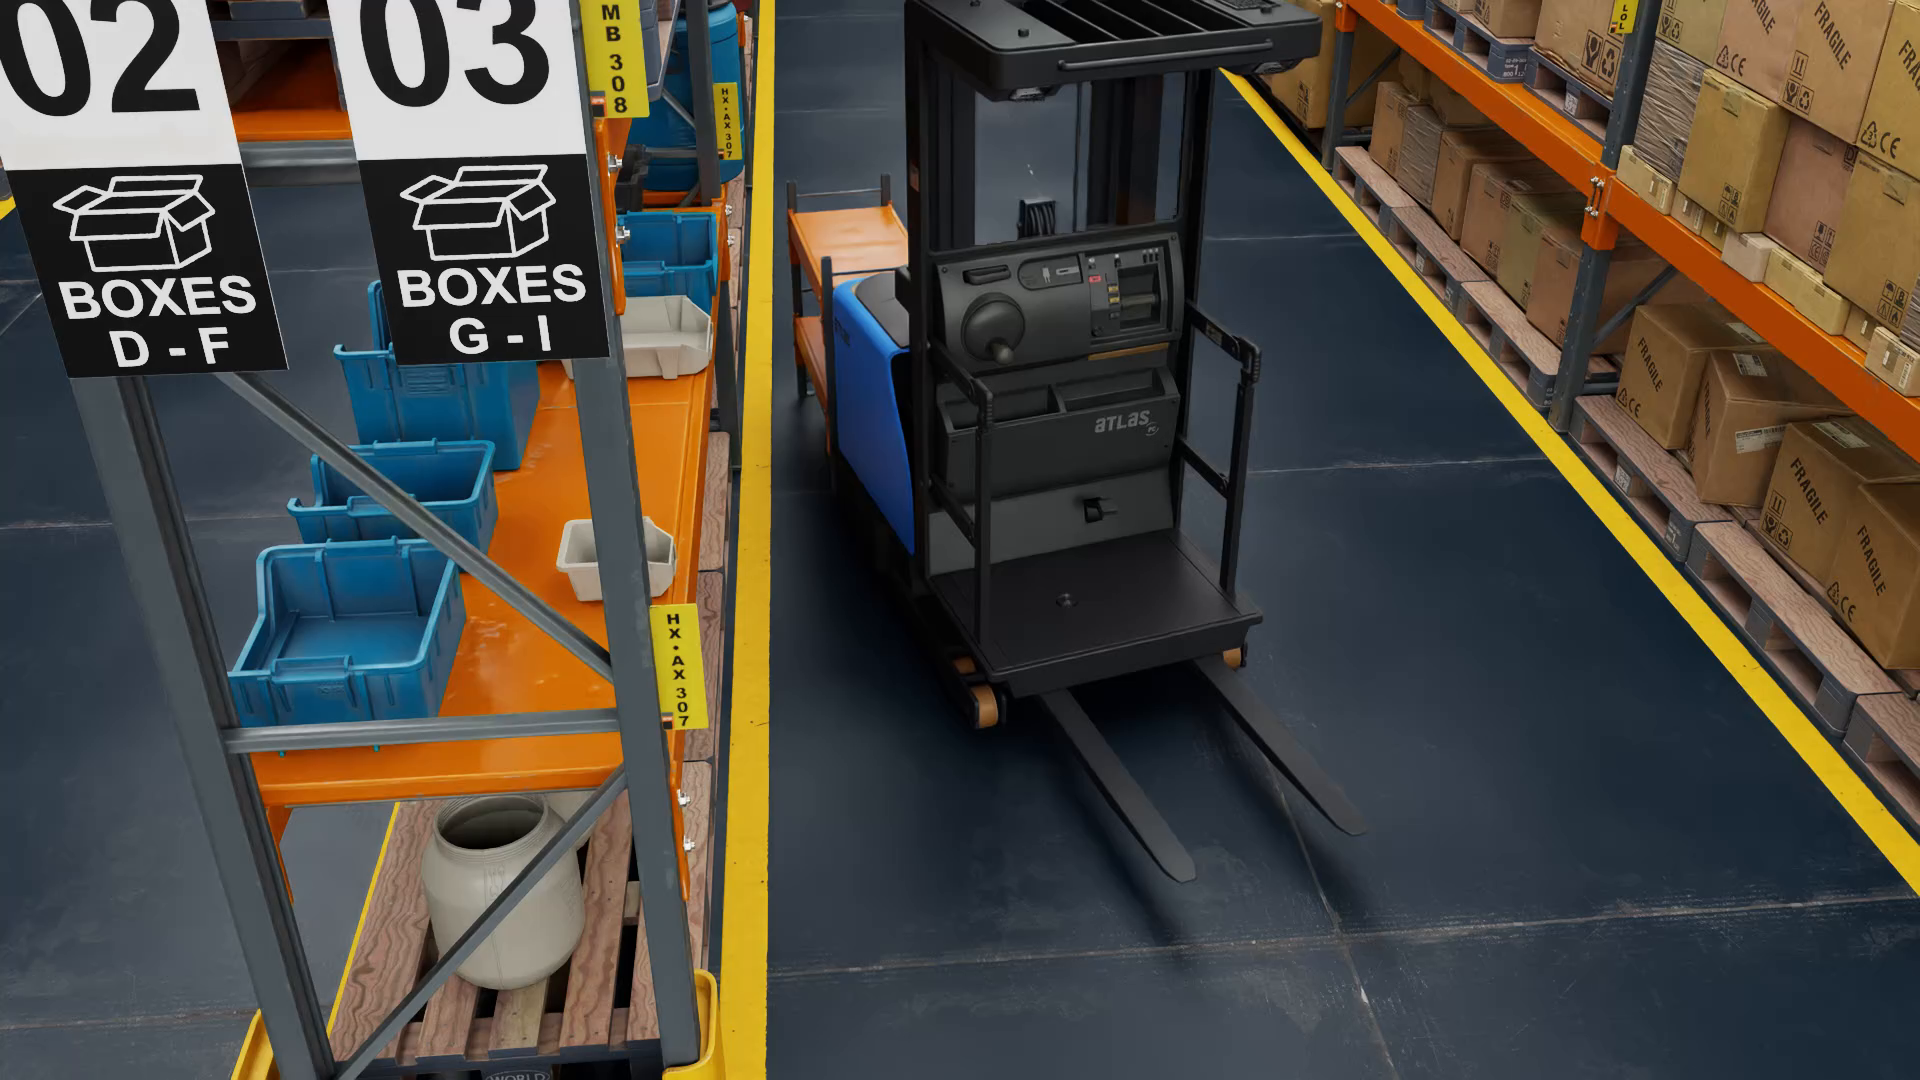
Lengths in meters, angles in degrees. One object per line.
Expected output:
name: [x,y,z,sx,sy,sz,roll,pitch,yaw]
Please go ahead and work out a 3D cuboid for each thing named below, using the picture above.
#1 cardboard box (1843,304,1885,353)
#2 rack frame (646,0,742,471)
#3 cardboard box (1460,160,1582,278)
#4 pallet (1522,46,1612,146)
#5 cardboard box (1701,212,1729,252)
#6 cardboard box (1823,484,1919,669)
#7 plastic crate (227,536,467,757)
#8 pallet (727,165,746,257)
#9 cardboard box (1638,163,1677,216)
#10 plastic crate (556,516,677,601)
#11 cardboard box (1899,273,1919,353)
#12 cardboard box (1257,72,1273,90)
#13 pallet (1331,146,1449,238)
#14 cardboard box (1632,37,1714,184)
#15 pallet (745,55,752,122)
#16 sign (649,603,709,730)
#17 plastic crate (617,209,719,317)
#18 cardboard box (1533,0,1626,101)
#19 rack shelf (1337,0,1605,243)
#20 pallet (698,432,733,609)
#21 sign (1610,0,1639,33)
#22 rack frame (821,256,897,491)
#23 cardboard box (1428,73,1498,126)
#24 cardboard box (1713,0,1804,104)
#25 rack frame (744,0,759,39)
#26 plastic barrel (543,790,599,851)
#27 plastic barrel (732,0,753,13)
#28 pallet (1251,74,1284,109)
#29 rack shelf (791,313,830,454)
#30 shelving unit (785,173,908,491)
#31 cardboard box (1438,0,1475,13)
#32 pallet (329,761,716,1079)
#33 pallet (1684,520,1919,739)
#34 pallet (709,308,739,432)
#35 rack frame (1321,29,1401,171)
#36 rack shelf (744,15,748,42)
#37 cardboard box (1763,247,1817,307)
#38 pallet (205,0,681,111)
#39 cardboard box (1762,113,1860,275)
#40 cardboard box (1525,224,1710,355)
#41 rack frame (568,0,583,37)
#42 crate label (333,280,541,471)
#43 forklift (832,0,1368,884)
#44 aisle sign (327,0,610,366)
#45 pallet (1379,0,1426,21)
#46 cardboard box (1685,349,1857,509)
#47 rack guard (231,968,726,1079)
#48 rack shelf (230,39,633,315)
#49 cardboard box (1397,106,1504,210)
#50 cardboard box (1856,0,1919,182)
cardboard box: [3.347,-0.737,5.803,0.380,0.149,0.250,-3,31,-5]
rack frame: [-1.527,-1.622,7.041,1.000,3.000,0.127,-3,31,-5]
cardboard box: [3.289,-1.820,9.380,0.700,0.500,0.500,-5,31,-9]
pallet: [3.477,-2.174,8.152,1.003,0.211,1.213,-3,31,-5]
cardboard box: [3.219,-1.246,6.655,0.380,0.149,0.250,-3,31,-5]
cardboard box: [3.606,0.132,6.132,0.500,0.500,0.500,0,31,0]
plastic crate: [-1.498,0.243,4.064,0.499,0.251,0.616,-3,31,-5]
pallet: [-1.867,-2.070,10.509,1.003,0.211,1.213,-3,31,-5]
cardboard box: [3.135,-1.499,7.080,0.380,0.149,0.250,-3,31,-5]
plastic crate: [-0.917,0.061,4.480,0.298,0.136,0.250,-3,31,-5]
cardboard box: [3.584,-0.777,5.238,0.875,0.500,0.500,-3,31,-5]
cardboard box: [2.911,-3.979,12.648,1.225,0.875,0.875,-3,31,-4]
pallet: [3.102,-2.305,10.904,1.003,0.211,1.213,-3,31,-5]
cardboard box: [3.384,-1.797,6.946,0.875,0.500,0.500,-3,31,-5]
pallet: [-2.127,-3.489,12.886,1.003,0.211,1.213,-3,31,-5]
sign: [-0.606,0.277,3.591,0.100,0.325,0.005,-3,31,-5]
plastic crate: [-1.154,-1.006,6.155,0.499,0.251,0.616,-3,31,-5]
cardboard box: [3.469,-2.710,7.867,1.000,1.000,1.000,-3,31,-4]
rack shelf: [3.217,-2.572,9.332,1.077,0.370,4.000,-3,31,-5]
pallet: [-1.506,-0.080,7.178,1.003,0.211,1.213,-3,31,-5]
sign: [2.852,-2.328,7.093,0.100,0.325,0.005,-3,31,-5]
rack frame: [-0.347,-0.745,7.401,0.500,1.125,0.032,-7,32,-11]
cardboard box: [3.182,-2.728,10.170,0.500,0.250,0.500,1,31,1]
cardboard box: [3.241,-1.962,6.247,0.500,0.500,0.500,-3,31,-5]
rack frame: [-2.275,-5.707,13.879,1.000,3.000,0.127,-3,31,-5]
plastic barrel: [-1.338,0.720,5.137,0.421,0.512,0.421,0,31,0]
plastic barrel: [-1.556,-3.500,10.052,0.600,0.536,0.708,-3,31,-5]
pallet: [2.921,-3.732,13.292,1.003,0.211,1.213,-3,31,-5]
rack shelf: [-0.464,-0.789,7.951,0.538,0.278,1.000,-7,32,-11]
shelving unit: [-0.464,-0.999,7.825,0.538,1.125,1.048,-7,32,-11]
cardboard box: [2.958,-3.151,9.337,0.500,0.250,0.500,-4,31,-6]
pallet: [-1.278,1.166,5.093,1.003,0.211,1.213,-3,31,-5]
pallet: [3.619,0.303,6.537,1.003,0.211,1.213,-3,31,-5]
pallet: [-1.639,-0.824,8.424,1.003,0.211,1.213,-3,31,-5]
rack frame: [3.030,-3.902,10.857,1.000,3.000,0.127,-3,31,-5]
rack shelf: [-2.088,-4.377,12.354,1.077,0.370,4.000,-3,31,-5]
cardboard box: [3.266,-0.990,6.228,0.380,0.149,0.250,-3,31,-5]
pallet: [-1.134,-1.214,3.616,1.003,0.211,1.213,-3,31,-5]
cardboard box: [3.543,-1.290,6.097,0.875,0.500,0.500,-3,31,-5]
cardboard box: [3.368,-1.290,8.493,0.700,0.500,0.500,-5,31,-8]
rack frame: [-1.154,-2.155,2.083,1.000,3.000,0.127,-3,31,-5]
crate label: [-1.595,-0.522,5.164,0.502,0.435,0.616,-3,31,-5]
forklift: [0.445,-0.808,5.744,1.130,2.935,3.031,-11,33,-18]
aisle sign: [-0.855,-0.673,2.917,0.394,0.787,0.004,-3,31,-5]
pallet: [3.203,-3.461,10.306,1.213,0.211,1.003,-3,31,-5]
cardboard box: [3.463,-0.468,7.137,0.500,0.500,0.500,7,32,11]
rack guard: [-1.208,1.457,4.324,1.175,0.500,0.348,-3,31,-5]
rack shelf: [-1.341,-1.580,4.746,1.077,0.370,4.000,-3,31,-5]
cardboard box: [3.177,-2.394,10.341,0.700,0.500,0.500,-5,31,-9]
cardboard box: [3.345,-1.452,5.393,0.500,0.500,0.500,-3,31,-5]
